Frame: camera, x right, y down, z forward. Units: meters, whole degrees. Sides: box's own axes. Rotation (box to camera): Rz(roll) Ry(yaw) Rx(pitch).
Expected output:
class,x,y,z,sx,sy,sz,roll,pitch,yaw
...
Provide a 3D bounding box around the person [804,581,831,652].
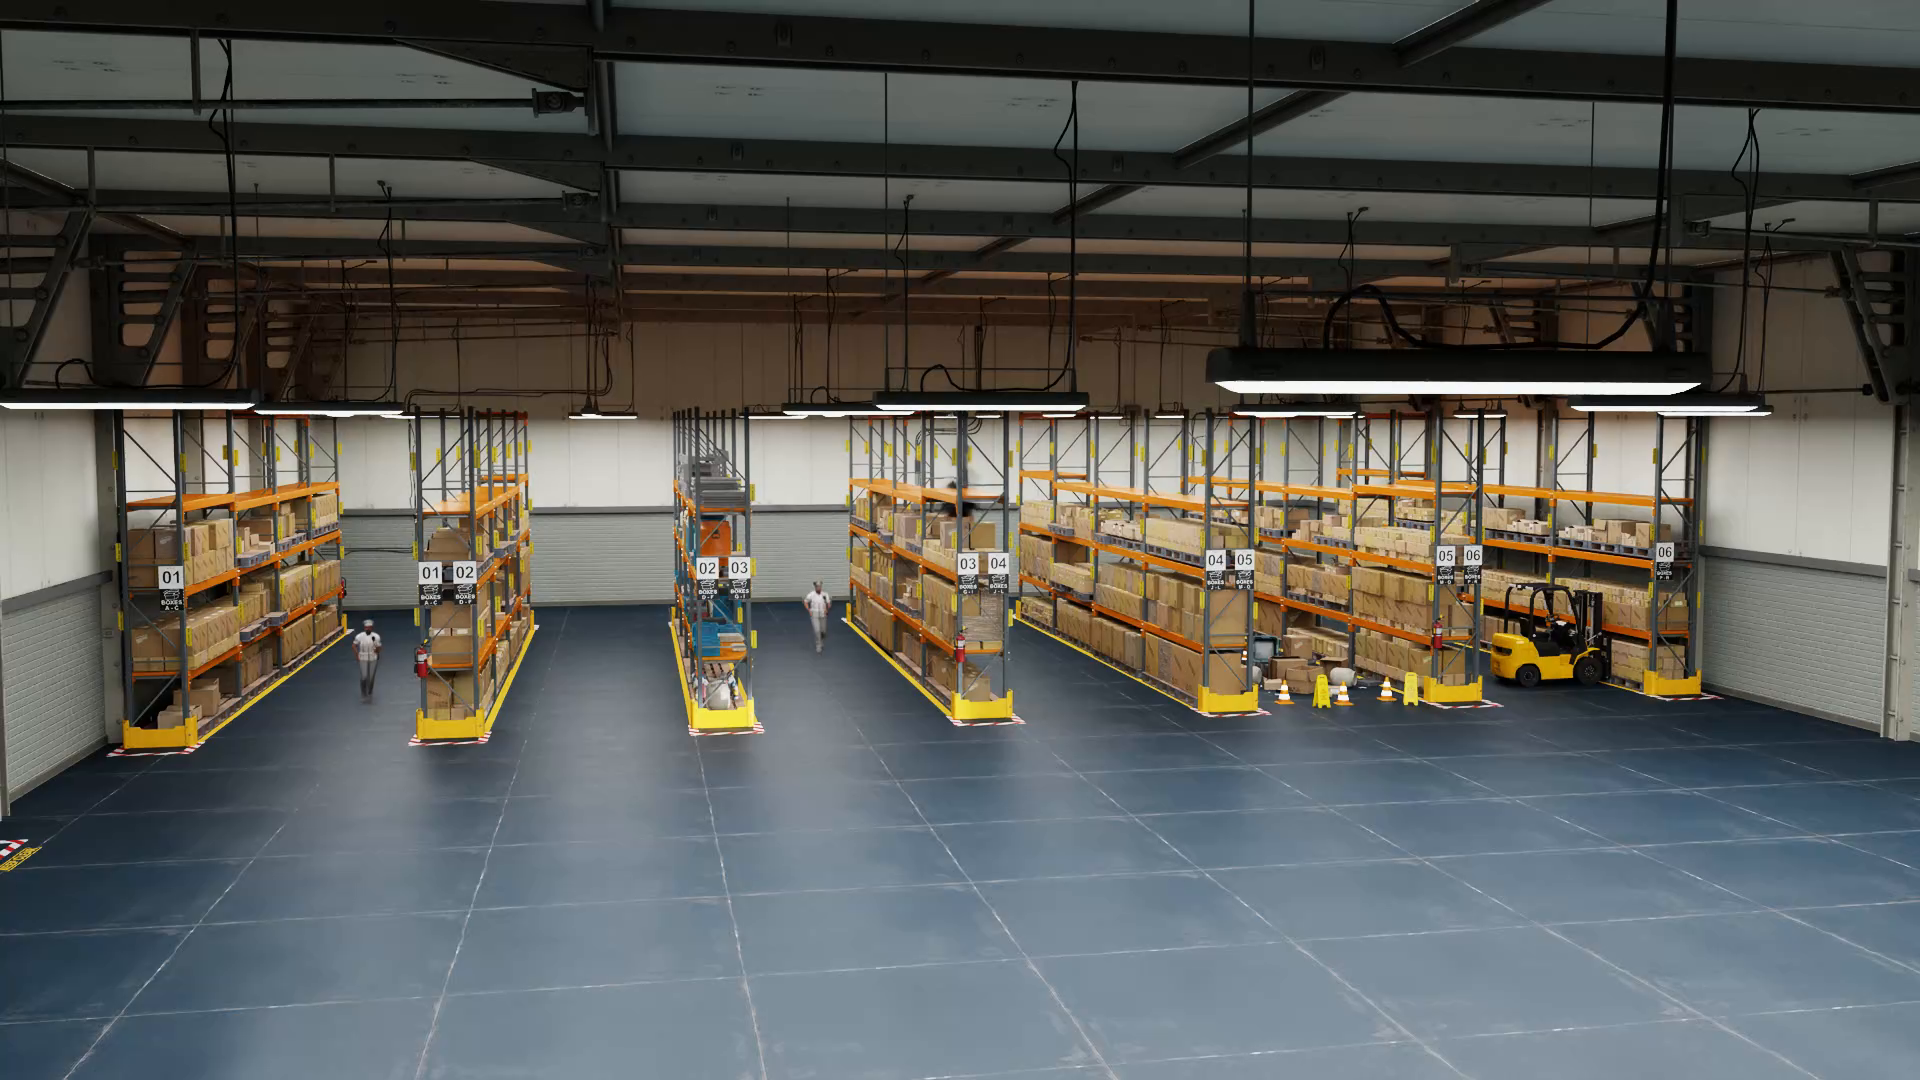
class,x,y,z,sx,sy,sz,roll,pitch,yaw
person,-3.562,1.891,41.651,0.672,1.769,0.710,-1,4,-14

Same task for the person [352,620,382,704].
class,x,y,z,sx,sy,sz,roll,pitch,yaw
person,-12.068,2.480,33.906,0.549,1.721,0.693,-2,5,-26

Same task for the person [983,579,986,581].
class,x,y,z,sx,sy,sz,roll,pitch,yaw
person,0.596,1.760,43.438,0.690,1.753,0.672,-1,4,-18
